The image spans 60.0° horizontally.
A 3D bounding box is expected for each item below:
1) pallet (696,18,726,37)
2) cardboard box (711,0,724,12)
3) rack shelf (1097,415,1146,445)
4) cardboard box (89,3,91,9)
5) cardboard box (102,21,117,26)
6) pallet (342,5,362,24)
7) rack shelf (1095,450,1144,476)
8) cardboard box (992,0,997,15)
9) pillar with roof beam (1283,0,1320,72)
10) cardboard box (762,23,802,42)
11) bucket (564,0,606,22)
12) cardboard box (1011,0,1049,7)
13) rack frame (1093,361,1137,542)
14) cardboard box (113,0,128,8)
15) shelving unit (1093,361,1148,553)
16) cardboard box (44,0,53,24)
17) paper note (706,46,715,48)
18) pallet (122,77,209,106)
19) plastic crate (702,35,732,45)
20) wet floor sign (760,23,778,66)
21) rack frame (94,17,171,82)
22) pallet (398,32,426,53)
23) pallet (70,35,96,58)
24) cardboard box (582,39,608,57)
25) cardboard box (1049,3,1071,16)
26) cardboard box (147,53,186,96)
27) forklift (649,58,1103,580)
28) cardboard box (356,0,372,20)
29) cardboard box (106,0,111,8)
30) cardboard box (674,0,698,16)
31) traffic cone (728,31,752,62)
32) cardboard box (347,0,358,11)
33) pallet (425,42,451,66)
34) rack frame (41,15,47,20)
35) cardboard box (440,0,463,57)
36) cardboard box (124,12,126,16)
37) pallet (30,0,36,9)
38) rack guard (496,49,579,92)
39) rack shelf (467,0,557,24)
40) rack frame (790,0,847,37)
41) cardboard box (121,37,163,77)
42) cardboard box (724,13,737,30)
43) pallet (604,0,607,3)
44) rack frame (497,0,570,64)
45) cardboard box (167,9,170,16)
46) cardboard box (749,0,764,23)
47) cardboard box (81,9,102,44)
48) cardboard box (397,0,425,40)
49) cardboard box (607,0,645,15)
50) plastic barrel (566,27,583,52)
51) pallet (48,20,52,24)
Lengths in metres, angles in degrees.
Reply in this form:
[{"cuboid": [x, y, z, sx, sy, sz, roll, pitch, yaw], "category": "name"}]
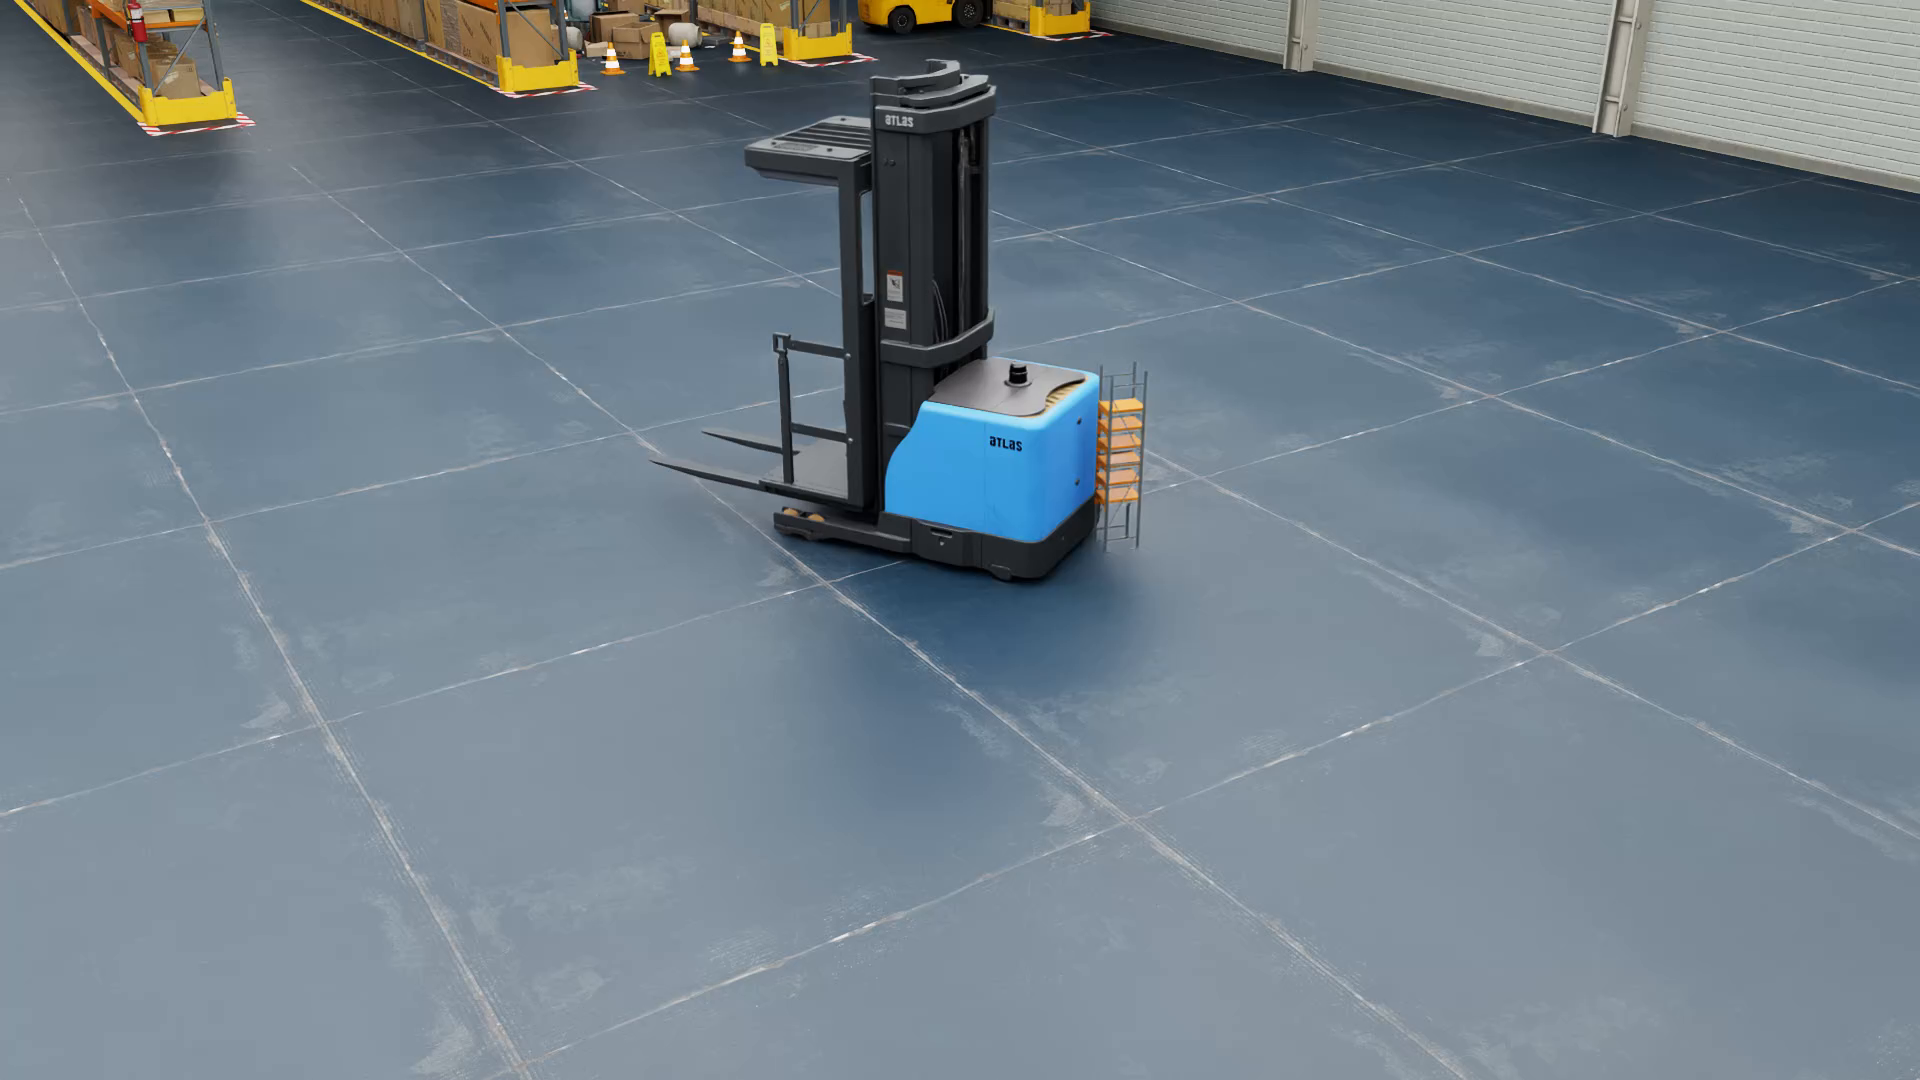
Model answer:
[{"cuboid": [-4.133, -9.423, 30.463, 1.003, 0.211, 1.213, -16, 29, -30], "category": "pallet"}, {"cuboid": [-4.131, -9.739, 29.717, 0.500, 0.500, 0.500, -14, 29, -28], "category": "cardboard box"}, {"cuboid": [1.001, -0.687, 10.341, 0.258, 0.103, 0.180, -7, 26, -15], "category": "rack shelf"}, {"cuboid": [-14.327, -9.025, 27.888, 0.500, 0.250, 0.500, -12, 28, -24], "category": "cardboard box"}, {"cuboid": [-13.394, -8.075, 26.753, 0.700, 0.500, 0.500, -16, 29, -30], "category": "cardboard box"}, {"cuboid": [-11.230, -10.176, 32.058, 1.003, 0.211, 1.213, -16, 29, -30], "category": "pallet"}, {"cuboid": [1.001, -0.470, 10.443, 0.258, 0.103, 0.180, -7, 26, -15], "category": "rack shelf"}, {"cuboid": [0.761, -10.045, 31.244, 0.500, 0.250, 0.500, -15, 29, -29], "category": "cardboard box"}, {"cuboid": [1.855, -10.666, 22.803, 9.100, 9.000, 0.400, -16, 29, -30], "category": "pillar with roof beam"}, {"cuboid": [-3.026, -8.667, 28.324, 0.500, 0.250, 0.500, -16, 29, -30], "category": "cardboard box"}, {"cuboid": [-6.616, -9.422, 29.249, 0.726, 0.611, 0.620, -6, 16, -12], "category": "bucket"}, {"cuboid": [1.283, -9.917, 30.387, 0.500, 0.250, 0.500, -16, 30, -30], "category": "cardboard box"}, {"cuboid": [0.975, -0.547, 10.504, 0.240, 1.200, 0.006, -7, 26, -15], "category": "rack frame"}, {"cuboid": [-11.300, -7.709, 23.102, 0.875, 0.500, 0.500, -16, 29, -30], "category": "cardboard box"}, {"cuboid": [1.001, -0.510, 10.424, 0.258, 1.200, 0.189, -7, 26, -15], "category": "shelving unit"}, {"cuboid": [-15.855, -9.838, 30.074, 1.225, 0.875, 0.875, -15, 29, -29], "category": "cardboard box"}, {"cuboid": [-4.339, -8.561, 28.850, 0.148, 0.019, 0.142, 18, 31, 33], "category": "paper note"}, {"cuboid": [-11.766, -6.677, 24.646, 1.003, 0.211, 1.213, -16, 29, -30], "category": "pallet"}, {"cuboid": [-4.359, -8.843, 29.388, 0.583, 0.080, 0.402, 18, 31, 33], "category": "plastic crate"}, {"cuboid": [-3.138, -8.103, 27.159, 0.267, 0.644, 0.232, -6, 26, -12], "category": "wet floor sign"}, {"cuboid": [-12.832, -8.606, 25.467, 1.000, 3.000, 0.127, -16, 29, -30], "category": "rack frame"}, {"cuboid": [-9.106, -8.724, 28.982, 1.003, 0.211, 1.213, -16, 29, -30], "category": "pallet"}, {"cuboid": [-14.591, -8.496, 28.500, 1.003, 0.211, 1.213, -16, 29, -30], "category": "pallet"}, {"cuboid": [-6.140, -8.304, 28.030, 0.396, 0.266, 0.258, -10, 27, -21], "category": "cardboard box"}, {"cuboid": [1.707, -9.811, 30.748, 0.500, 0.250, 0.500, -15, 29, -29], "category": "cardboard box"}, {"cuboid": [-11.331, -6.668, 23.798, 0.500, 0.500, 0.500, -8, 26, -16], "category": "cardboard box"}, {"cuboid": [-0.637, -1.506, 10.507, 3.031, 2.935, 1.130, 12, 28, 24], "category": "forklift"}, {"cuboid": [-10.548, -10.091, 30.755, 1.050, 0.750, 0.750, -16, 30, -30], "category": "cardboard box"}, {"cuboid": [-12.137, -7.812, 24.080, 0.380, 0.149, 0.250, -16, 29, -30], "category": "cardboard box"}, {"cuboid": [-4.818, -10.104, 31.227, 0.950, 0.372, 0.625, -15, 29, -29], "category": "cardboard box"}, {"cuboid": [-3.661, -8.191, 27.559, 0.336, 0.463, 0.334, -16, 29, -30], "category": "traffic cone"}, {"cuboid": [-11.383, -10.391, 31.683, 0.500, 0.500, 0.500, -16, 29, -30], "category": "cardboard box"}, {"cuboid": [-8.272, -8.175, 27.820, 1.003, 0.211, 1.213, -16, 29, -30], "category": "pallet"}, {"cuboid": [-17.200, -11.468, 31.529, 1.000, 3.000, 0.127, -16, 29, -30], "category": "rack frame"}, {"cuboid": [-7.842, -8.392, 27.011, 0.875, 0.875, 0.875, -15, 29, -29], "category": "cardboard box"}, {"cuboid": [-11.416, -7.376, 23.155, 0.380, 0.149, 0.250, -16, 29, -30], "category": "cardboard box"}, {"cuboid": [-18.219, -10.934, 33.664, 1.003, 0.211, 1.213, -16, 29, -30], "category": "pallet"}, {"cuboid": [-6.425, -7.156, 25.324, 1.175, 0.500, 0.348, -16, 29, -30], "category": "rack guard"}, {"cuboid": [-7.530, -8.685, 26.477, 1.077, 0.370, 4.000, -16, 29, -30], "category": "rack shelf"}, {"cuboid": [-2.346, -9.485, 27.329, 1.000, 3.000, 0.127, -16, 29, -30], "category": "rack frame"}, {"cuboid": [-12.329, -7.310, 25.158, 0.500, 0.500, 0.500, -6, 26, -13], "category": "cardboard box"}, {"cuboid": [-3.841, -9.211, 29.477, 0.500, 0.250, 0.500, -16, 30, -30], "category": "cardboard box"}, {"cuboid": [-7.080, -11.385, 34.620, 1.003, 0.211, 1.213, -16, 29, -30], "category": "pallet"}, {"cuboid": [-6.438, -8.295, 24.809, 1.000, 3.000, 0.127, -16, 29, -30], "category": "rack frame"}, {"cuboid": [-10.849, -7.406, 23.220, 0.380, 0.149, 0.250, -16, 29, -30], "category": "cardboard box"}, {"cuboid": [-3.289, -9.182, 28.538, 0.500, 0.500, 0.500, -14, 29, -28], "category": "cardboard box"}, {"cuboid": [-14.320, -8.675, 28.026, 0.700, 0.500, 0.500, -18, 31, -34], "category": "cardboard box"}, {"cuboid": [-9.036, -9.100, 28.656, 1.050, 0.750, 0.750, -16, 29, -30], "category": "cardboard box"}, {"cuboid": [-6.004, -9.702, 29.830, 0.500, 0.500, 0.500, -16, 29, -30], "category": "cardboard box"}, {"cuboid": [-6.717, -8.513, 28.287, 0.512, 0.421, 0.421, 3, 25, 6], "category": "plastic barrel"}, {"cuboid": [-16.715, -9.948, 31.576, 1.003, 0.211, 1.213, -16, 29, -30], "category": "pallet"}]
